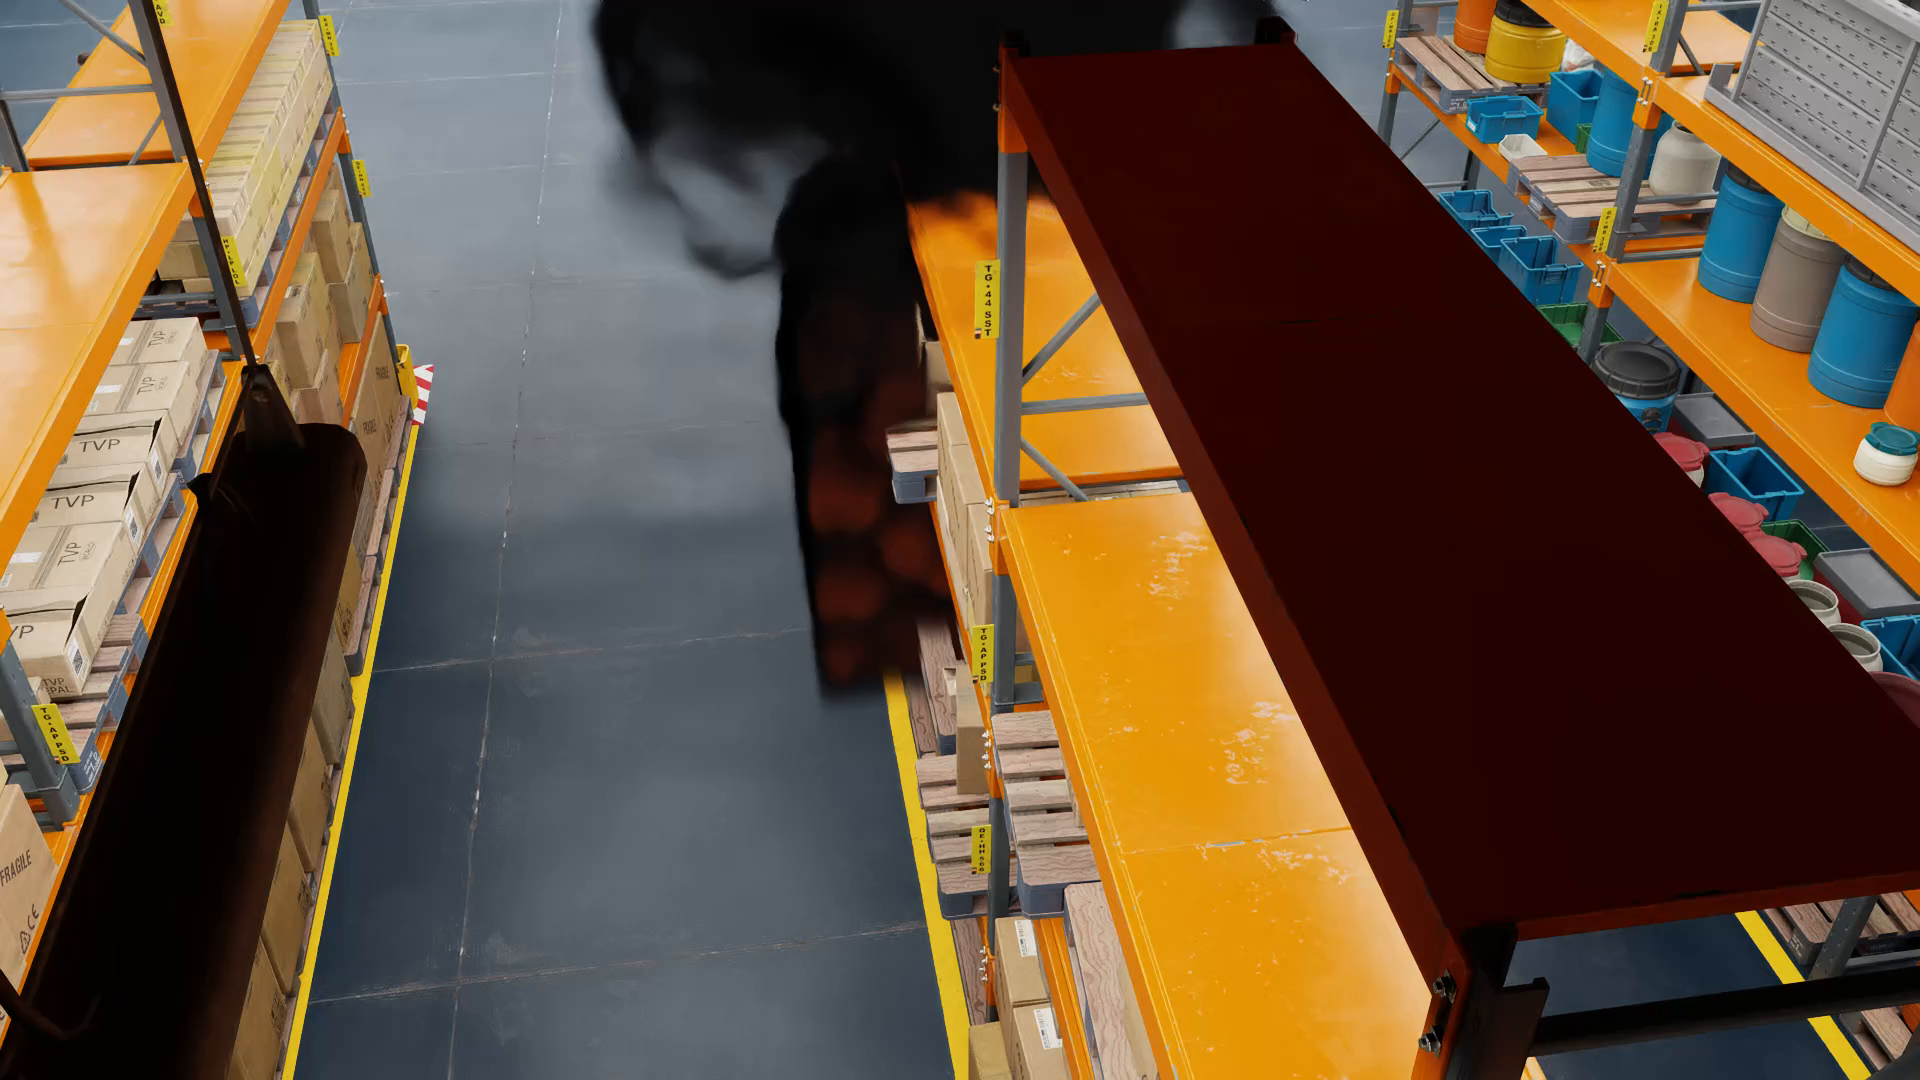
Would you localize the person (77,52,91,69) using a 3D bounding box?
[{"bbox_3d":[-9.280,-4.472,18.164,0.922,1.710,0.608,22,42,27],"label":"person"}]

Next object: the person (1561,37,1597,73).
[{"bbox_3d":[7.203,-5.541,19.535,0.597,1.724,0.654,8,37,10],"label":"person"}]
